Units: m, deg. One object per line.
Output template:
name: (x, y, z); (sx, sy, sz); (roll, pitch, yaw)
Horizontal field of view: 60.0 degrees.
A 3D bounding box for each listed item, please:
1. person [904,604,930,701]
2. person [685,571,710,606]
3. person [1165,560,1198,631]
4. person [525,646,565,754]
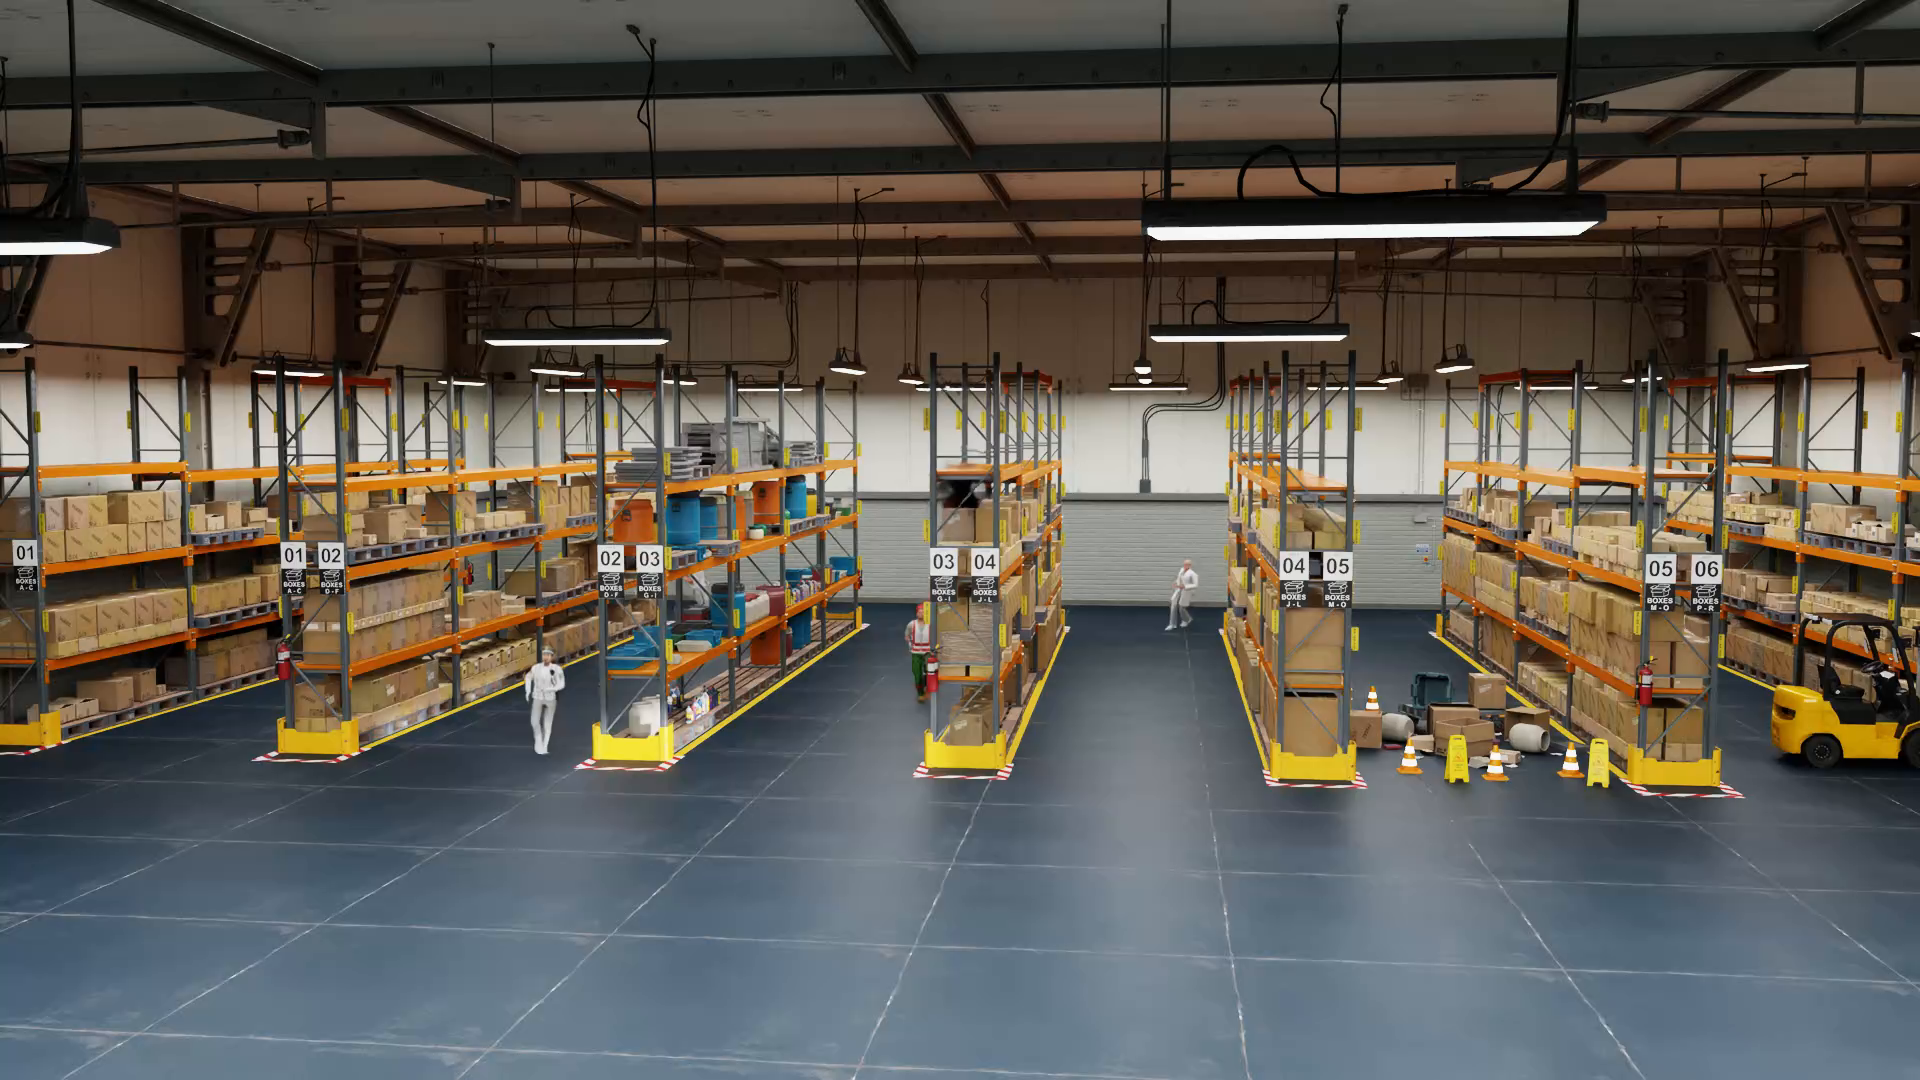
person: (-0.675, 2.026, 29.600); (0.644, 1.741, 0.578); (0, 4, 2)
person: (-6.543, 1.209, 41.325); (0.667, 1.764, 0.743); (-4, 6, -45)
person: (5.436, 1.329, 40.037); (0.844, 1.738, 0.741); (-3, 5, -39)
person: (-6.235, 2.404, 24.975); (0.595, 1.650, 0.569); (-1, 4, -9)
